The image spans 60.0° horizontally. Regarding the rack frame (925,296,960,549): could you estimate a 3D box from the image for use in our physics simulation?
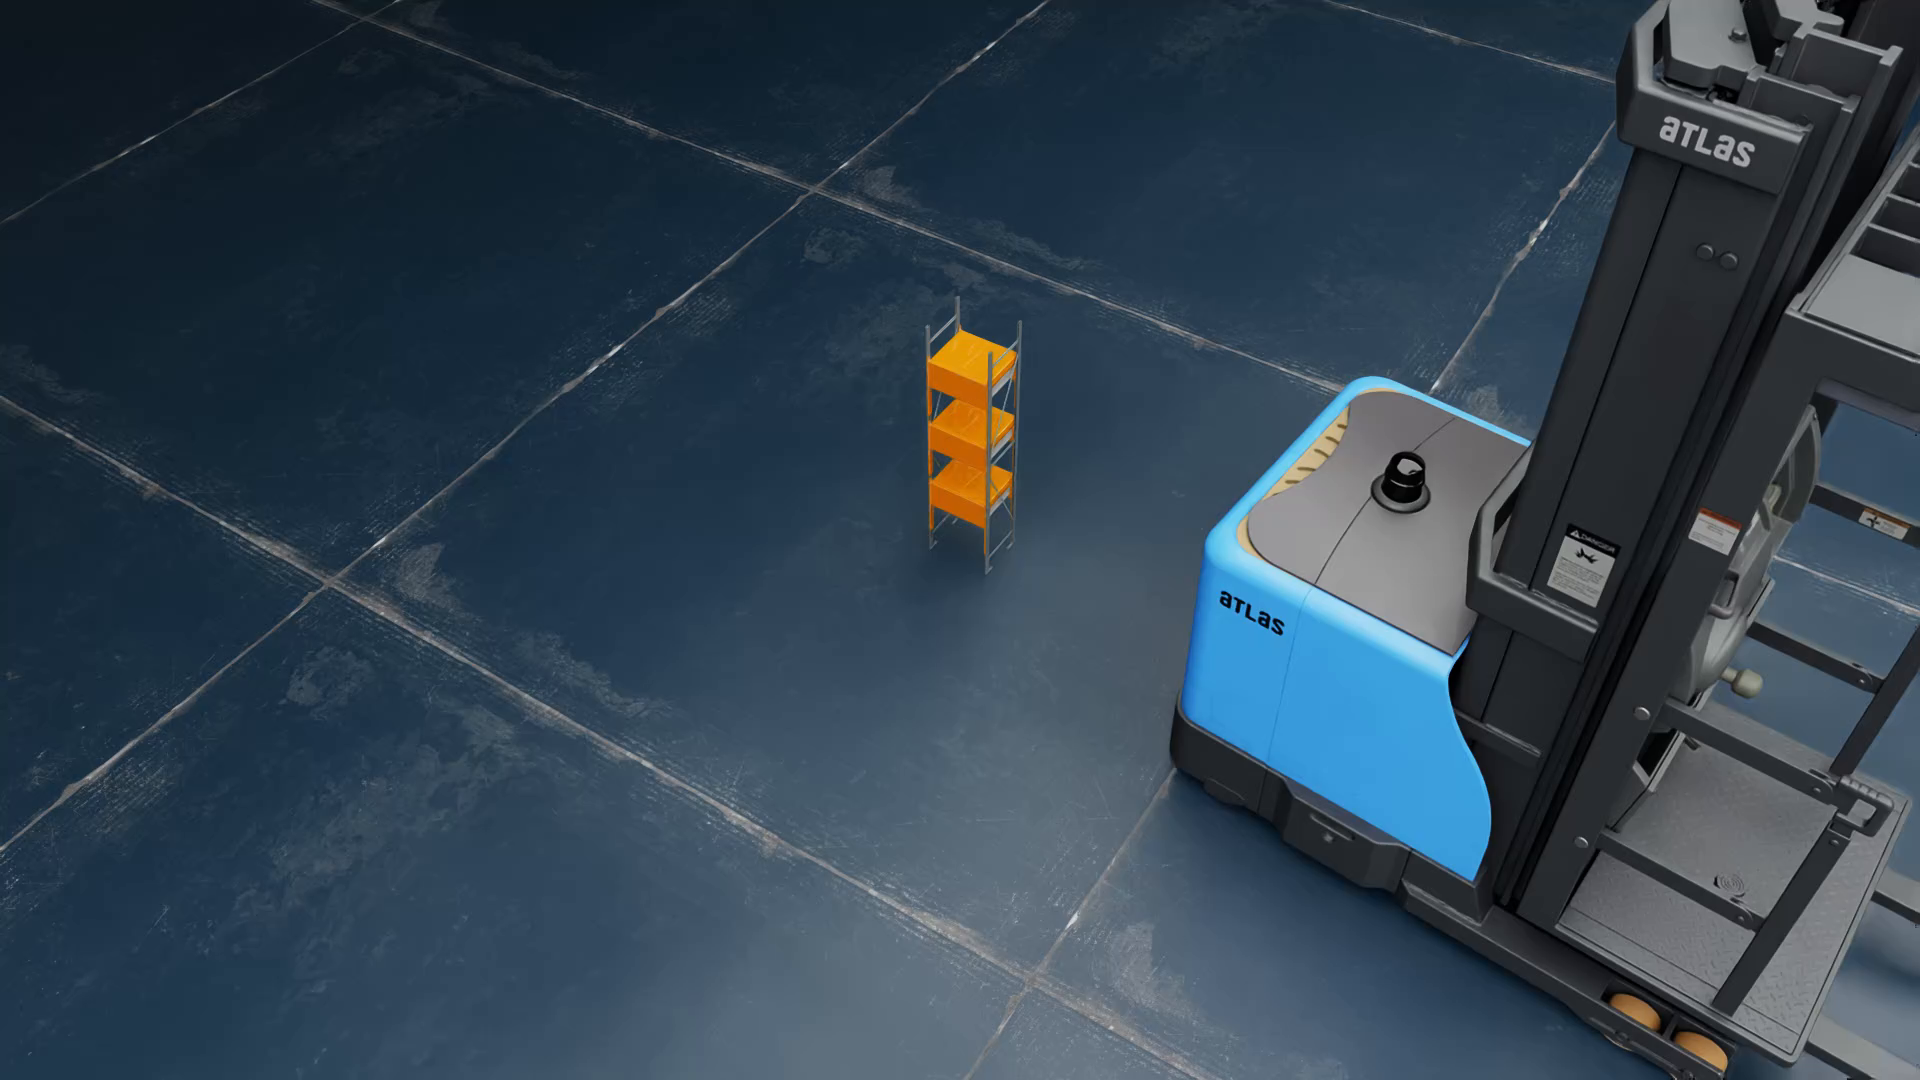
[{"bbox_3d":[-0.058,-0.392,5.899,0.008,1.050,0.200,25,51,22],"label":"rack frame"}]

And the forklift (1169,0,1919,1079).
[{"bbox_3d":[2.165,0.102,4.107,3.031,2.935,1.130,29,52,25],"label":"forklift"}]

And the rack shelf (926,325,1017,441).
[{"bbox_3d":[0.045,-0.536,5.657,0.240,0.259,0.215,25,51,22],"label":"rack shelf"}]

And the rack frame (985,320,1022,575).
[{"bbox_3d":[0.148,-0.298,5.807,0.008,1.050,0.200,25,51,22],"label":"rack frame"}]

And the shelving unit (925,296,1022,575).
[{"bbox_3d":[0.045,-0.345,5.853,0.252,1.050,0.215,25,51,22],"label":"shelving unit"}]

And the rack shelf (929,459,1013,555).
[{"bbox_3d":[0.045,-0.144,6.060,0.240,0.259,0.215,25,51,22],"label":"rack shelf"}]

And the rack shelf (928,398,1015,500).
[{"bbox_3d":[0.045,-0.338,5.861,0.240,0.259,0.215,25,51,22],"label":"rack shelf"}]
